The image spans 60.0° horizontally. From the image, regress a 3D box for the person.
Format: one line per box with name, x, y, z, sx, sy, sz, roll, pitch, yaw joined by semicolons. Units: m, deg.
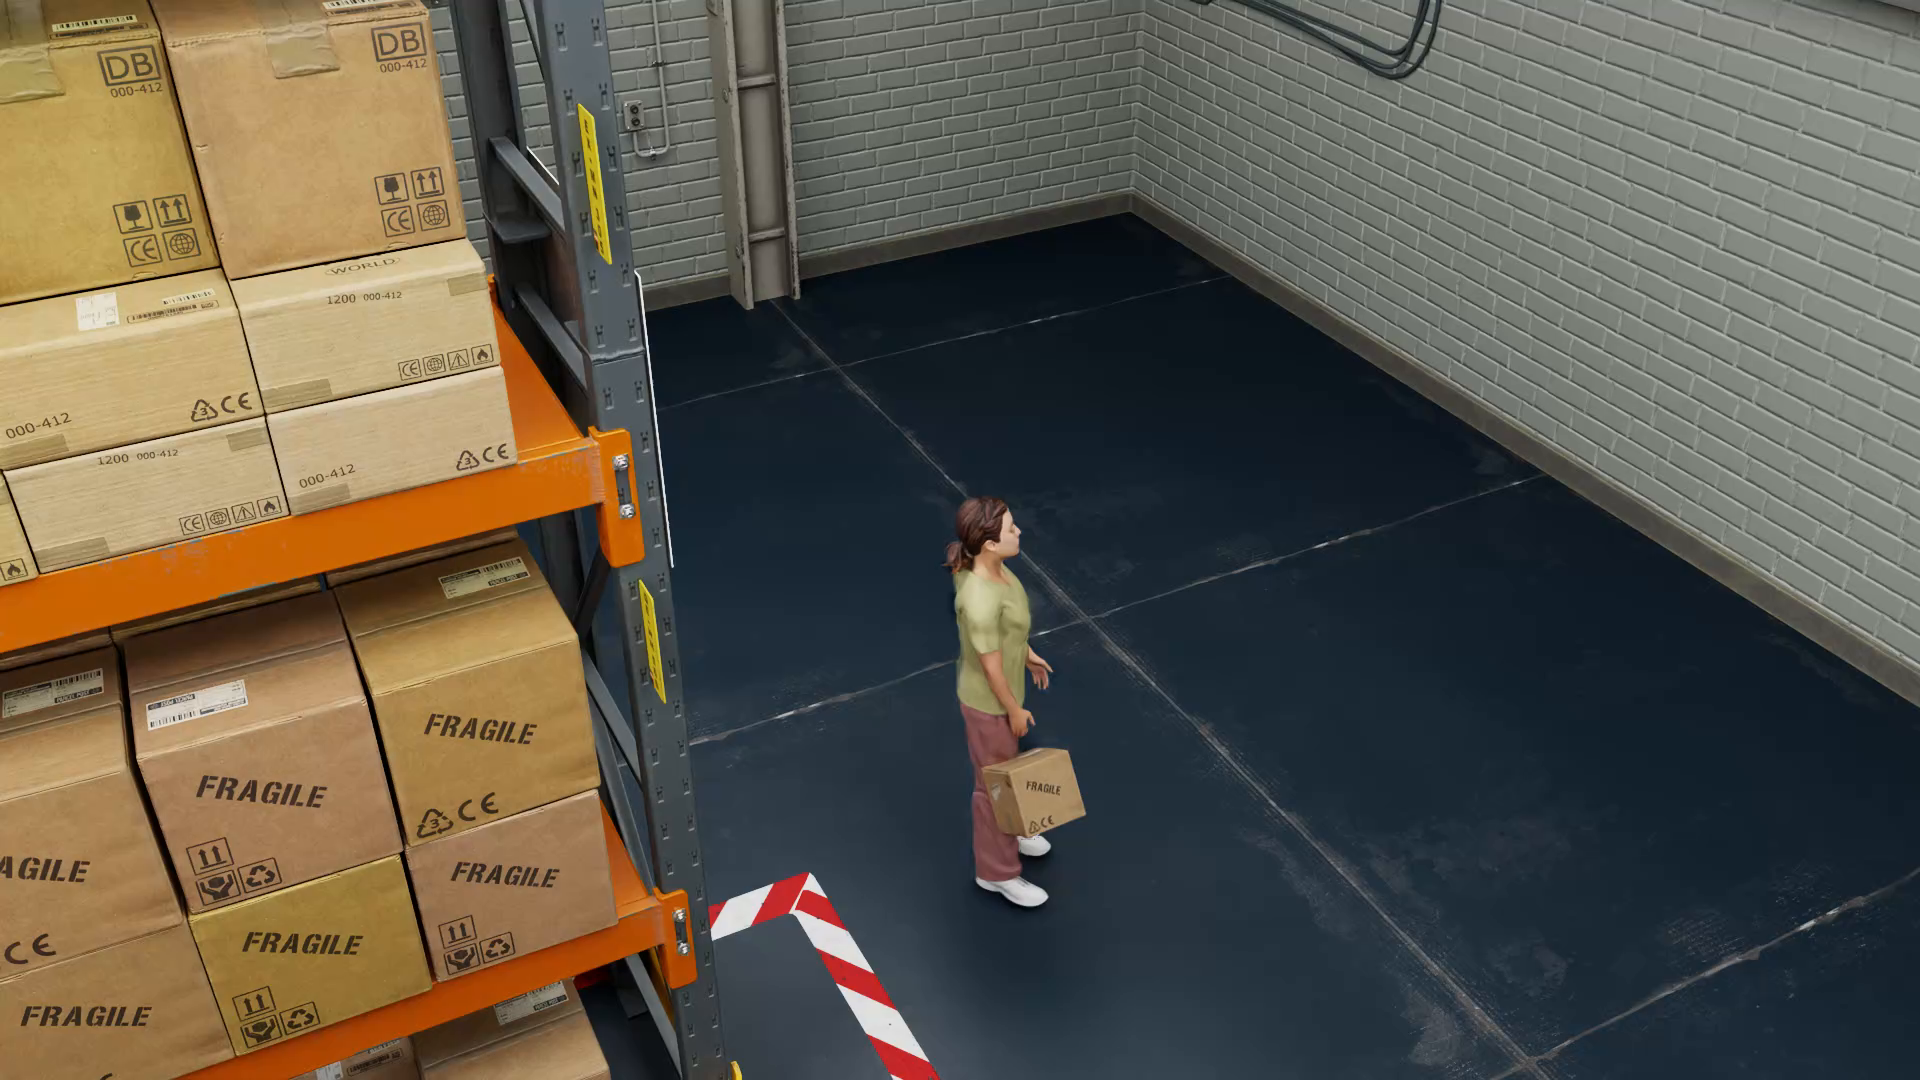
person;0.149;0.590;6.206;0.433;1.686;0.516;-1;33;-1
